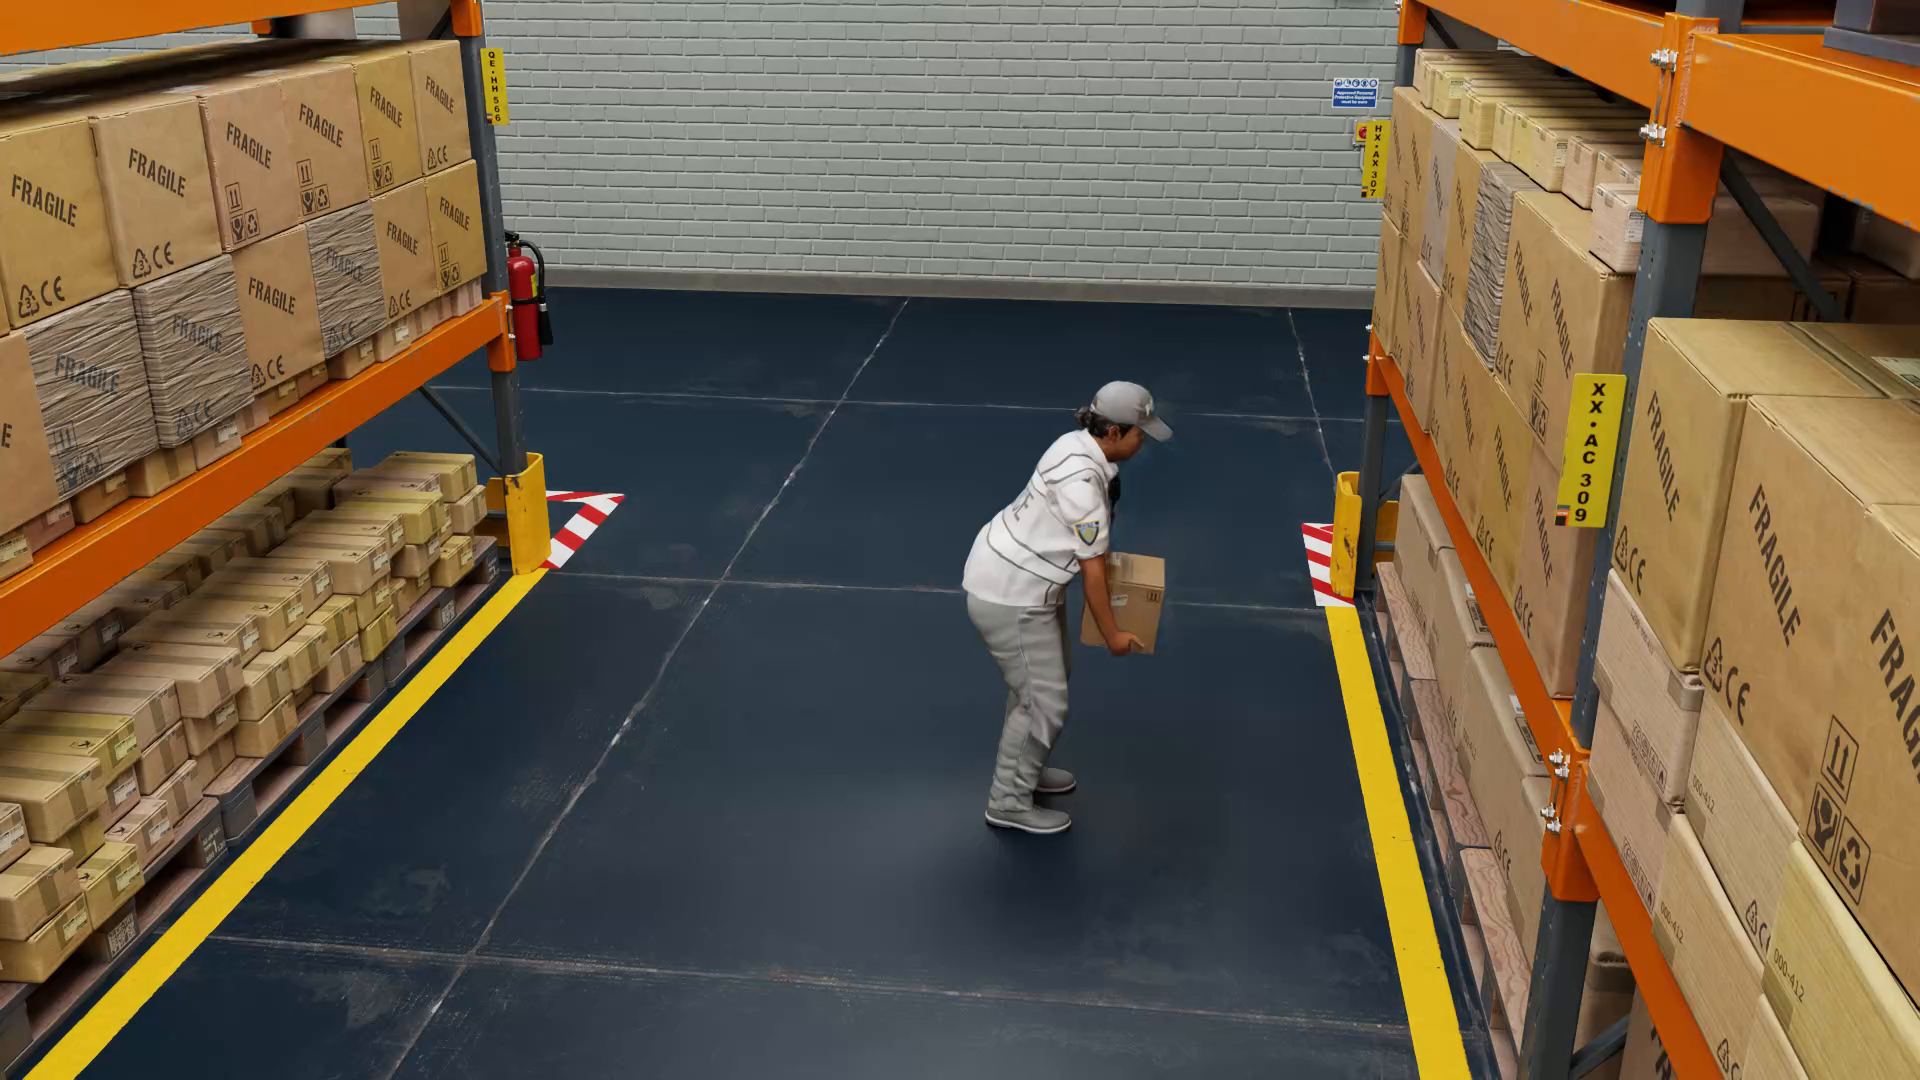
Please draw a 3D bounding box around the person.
[{"bbox_3d":[0.362,0.221,5.657,0.662,1.571,0.456,2,21,5],"label":"person"}]
